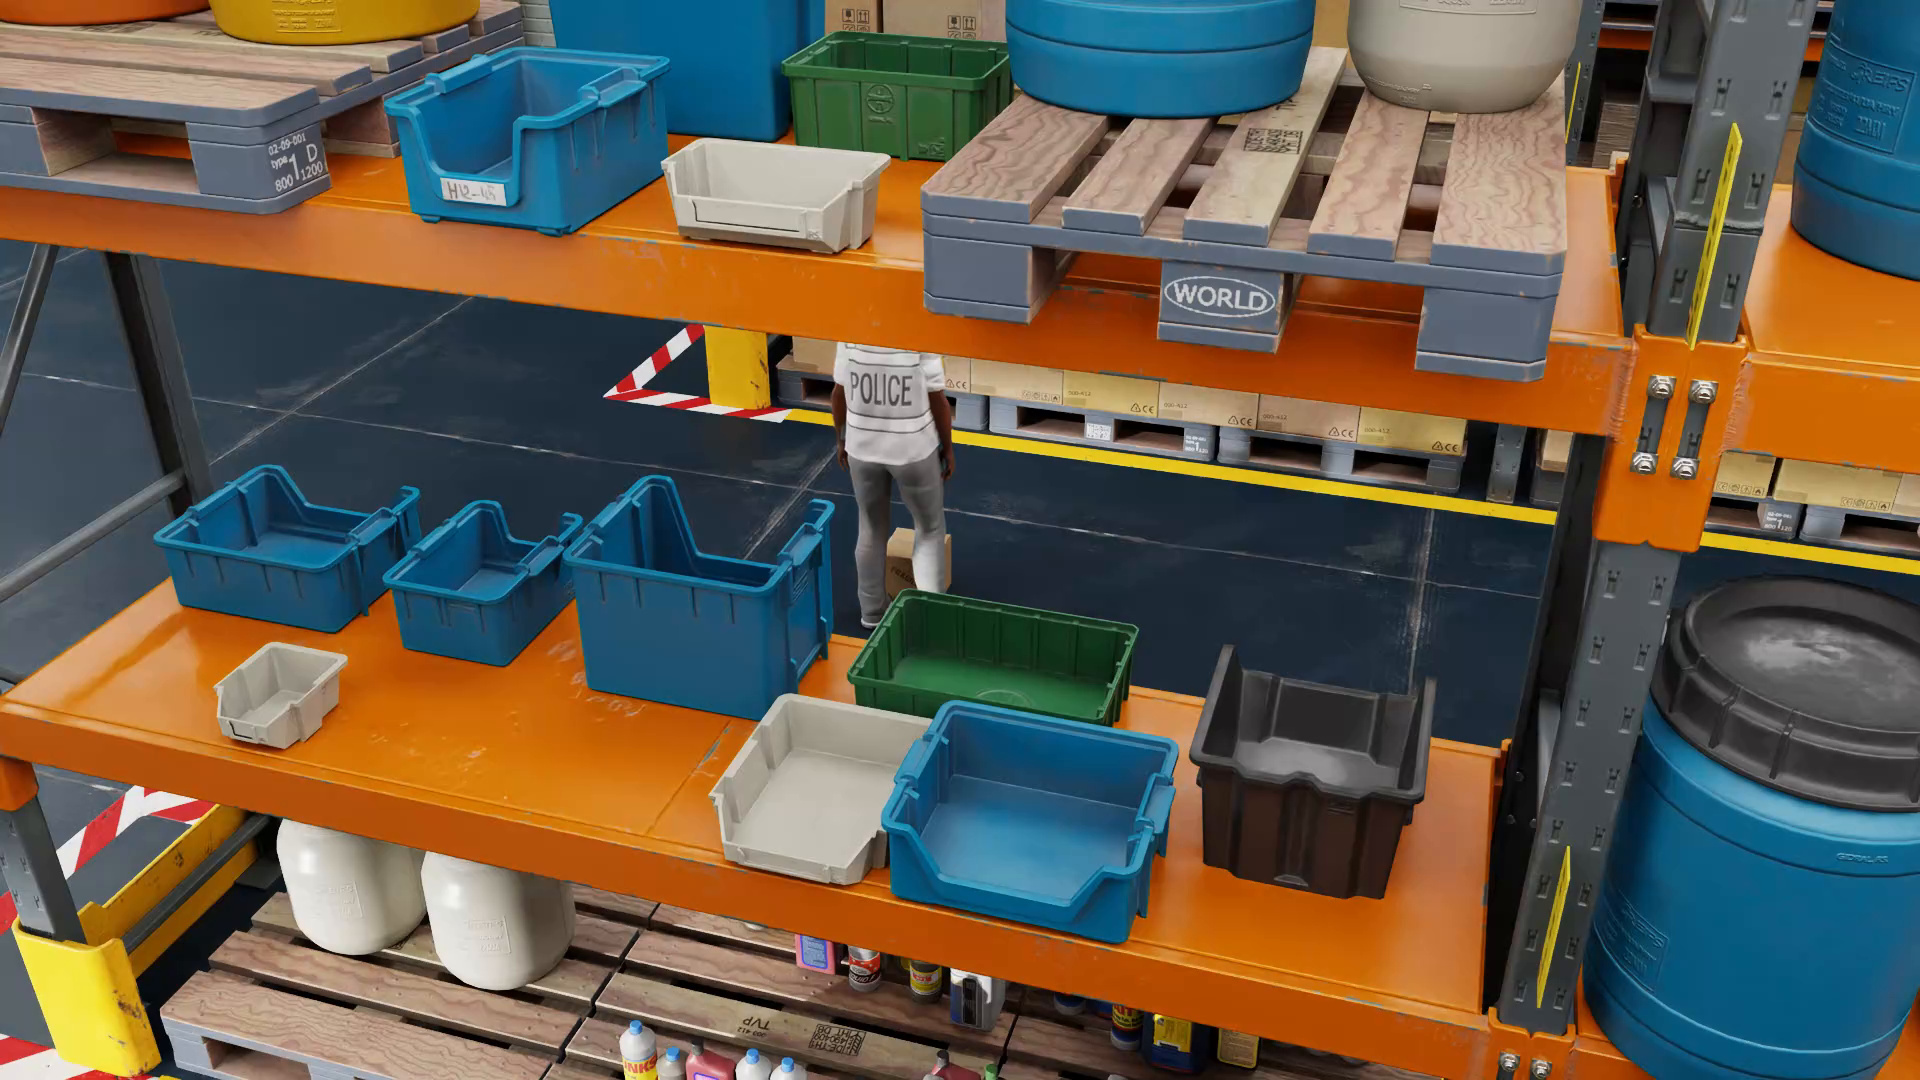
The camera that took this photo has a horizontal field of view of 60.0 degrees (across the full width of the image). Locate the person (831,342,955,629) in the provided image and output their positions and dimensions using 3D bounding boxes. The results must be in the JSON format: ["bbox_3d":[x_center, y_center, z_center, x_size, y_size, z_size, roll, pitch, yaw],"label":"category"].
[{"bbox_3d":[-0.255,-0.373,6.792,0.527,1.656,0.397,7,30,12],"label":"person"}]
